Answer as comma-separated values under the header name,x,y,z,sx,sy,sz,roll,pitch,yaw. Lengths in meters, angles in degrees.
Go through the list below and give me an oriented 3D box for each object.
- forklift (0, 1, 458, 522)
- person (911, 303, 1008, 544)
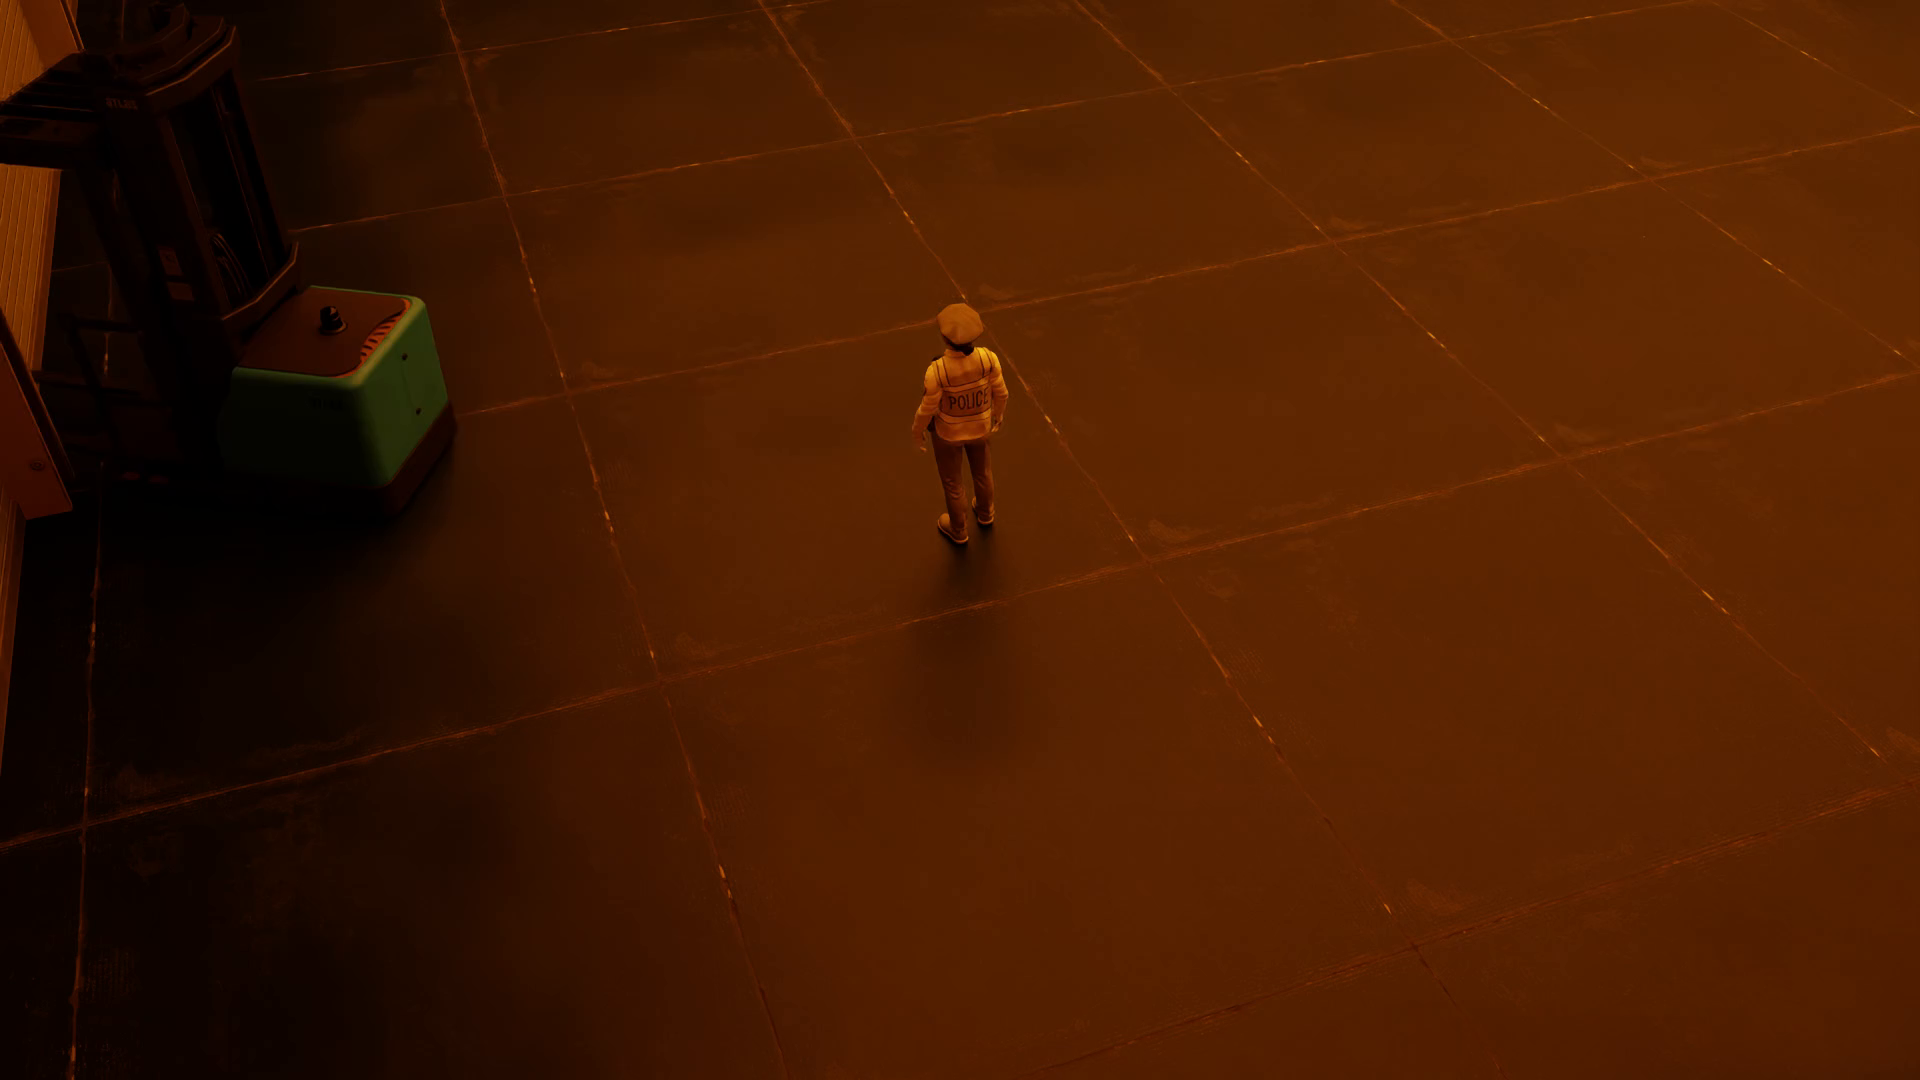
name,x,y,z,sx,sy,sz,roll,pitch,yaw
forklift,-4.901,-1.698,10.019,3.031,2.935,1.130,7,41,8
person,-0.017,-0.697,9.777,0.588,1.695,0.531,-13,42,-15
